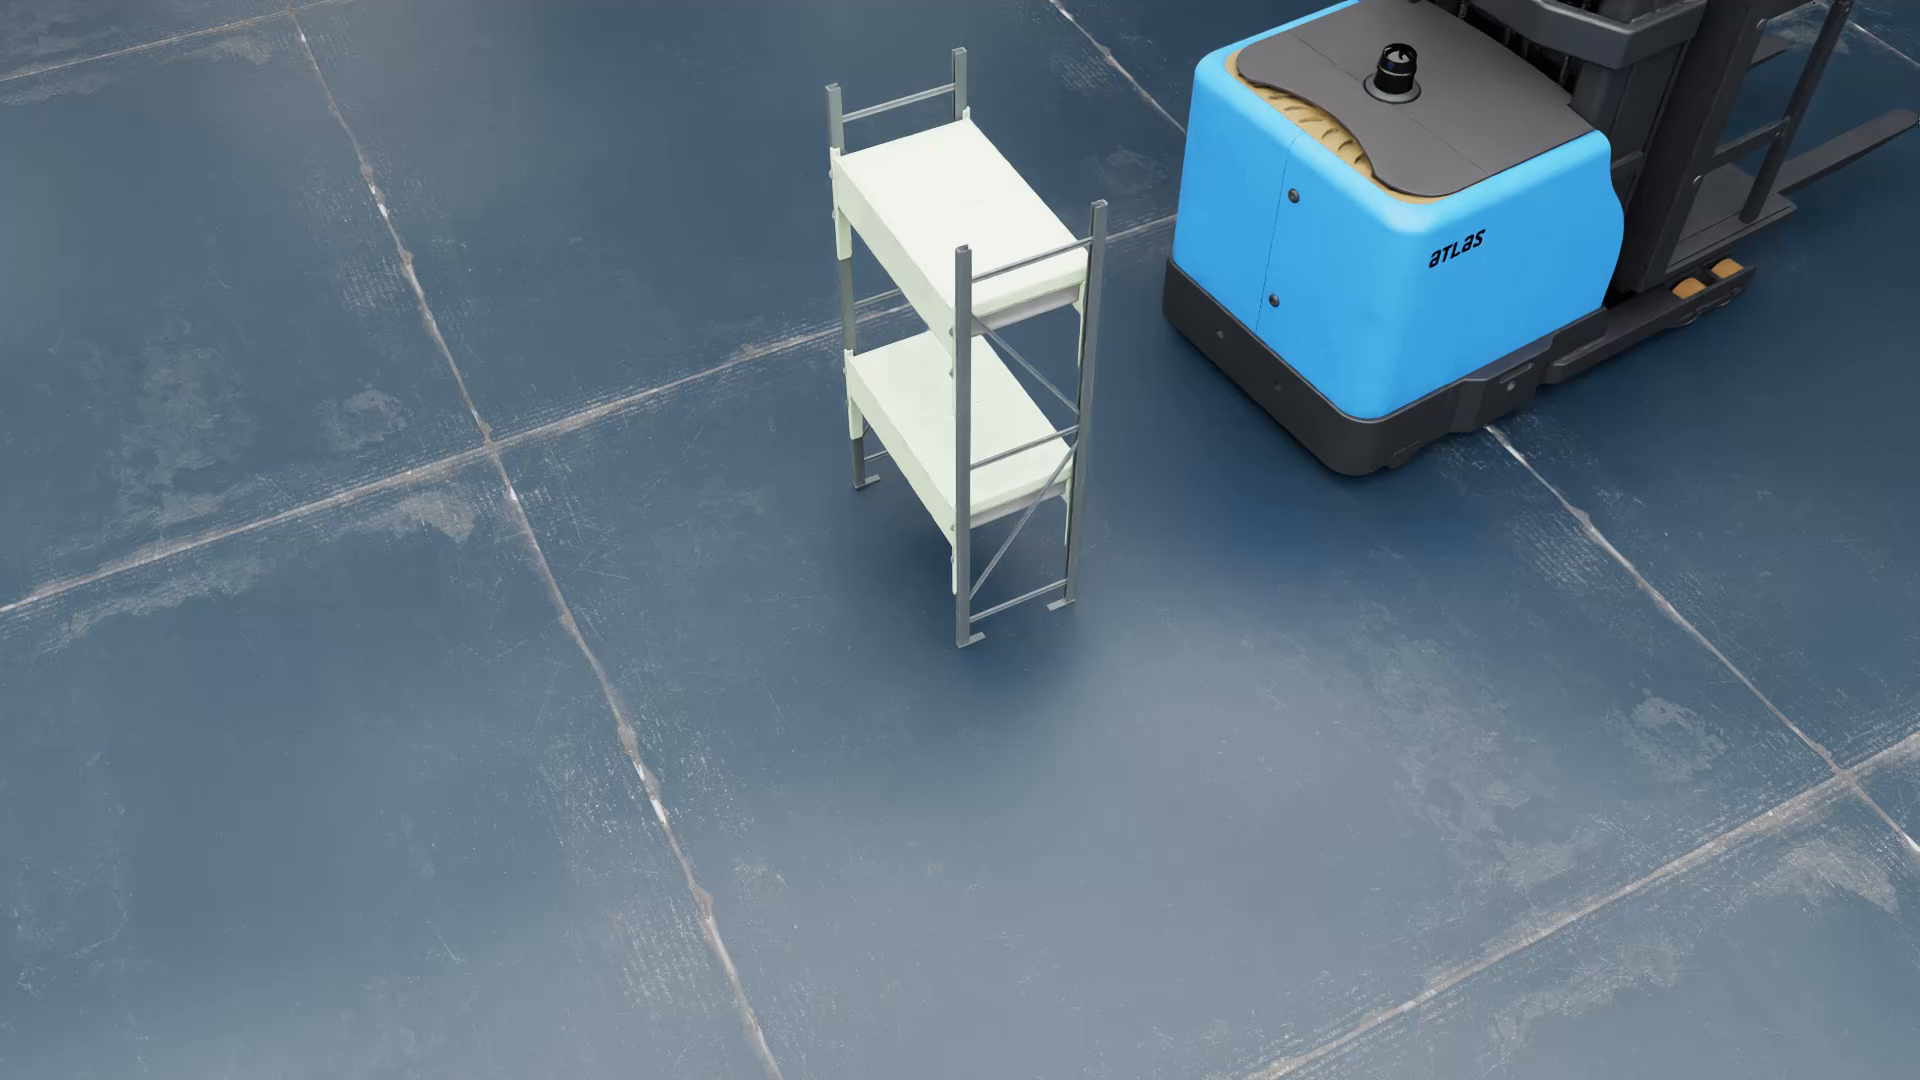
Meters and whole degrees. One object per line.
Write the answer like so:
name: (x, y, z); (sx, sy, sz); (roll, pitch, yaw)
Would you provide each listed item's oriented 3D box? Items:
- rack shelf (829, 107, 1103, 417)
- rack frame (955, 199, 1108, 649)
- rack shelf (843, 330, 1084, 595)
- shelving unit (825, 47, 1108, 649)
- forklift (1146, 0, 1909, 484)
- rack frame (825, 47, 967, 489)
rack shelf: (0.003, -0.746, 4.388); (0.431, 0.370, 0.720); (-21, 52, -18)
rack frame: (0.171, -0.244, 4.467); (0.400, 1.500, 0.023); (-21, 52, -18)
rack shelf: (0.003, -0.275, 4.927); (0.431, 0.370, 0.720); (-21, 52, -18)
shelving unit: (0.003, -0.489, 4.682); (0.431, 1.500, 0.755); (-21, 52, -18)
forklift: (2.173, -2.012, 5.063); (3.031, 2.935, 1.130); (-26, 54, -21)
rack frame: (-0.164, -0.734, 4.896); (0.400, 1.500, 0.023); (-21, 52, -18)
